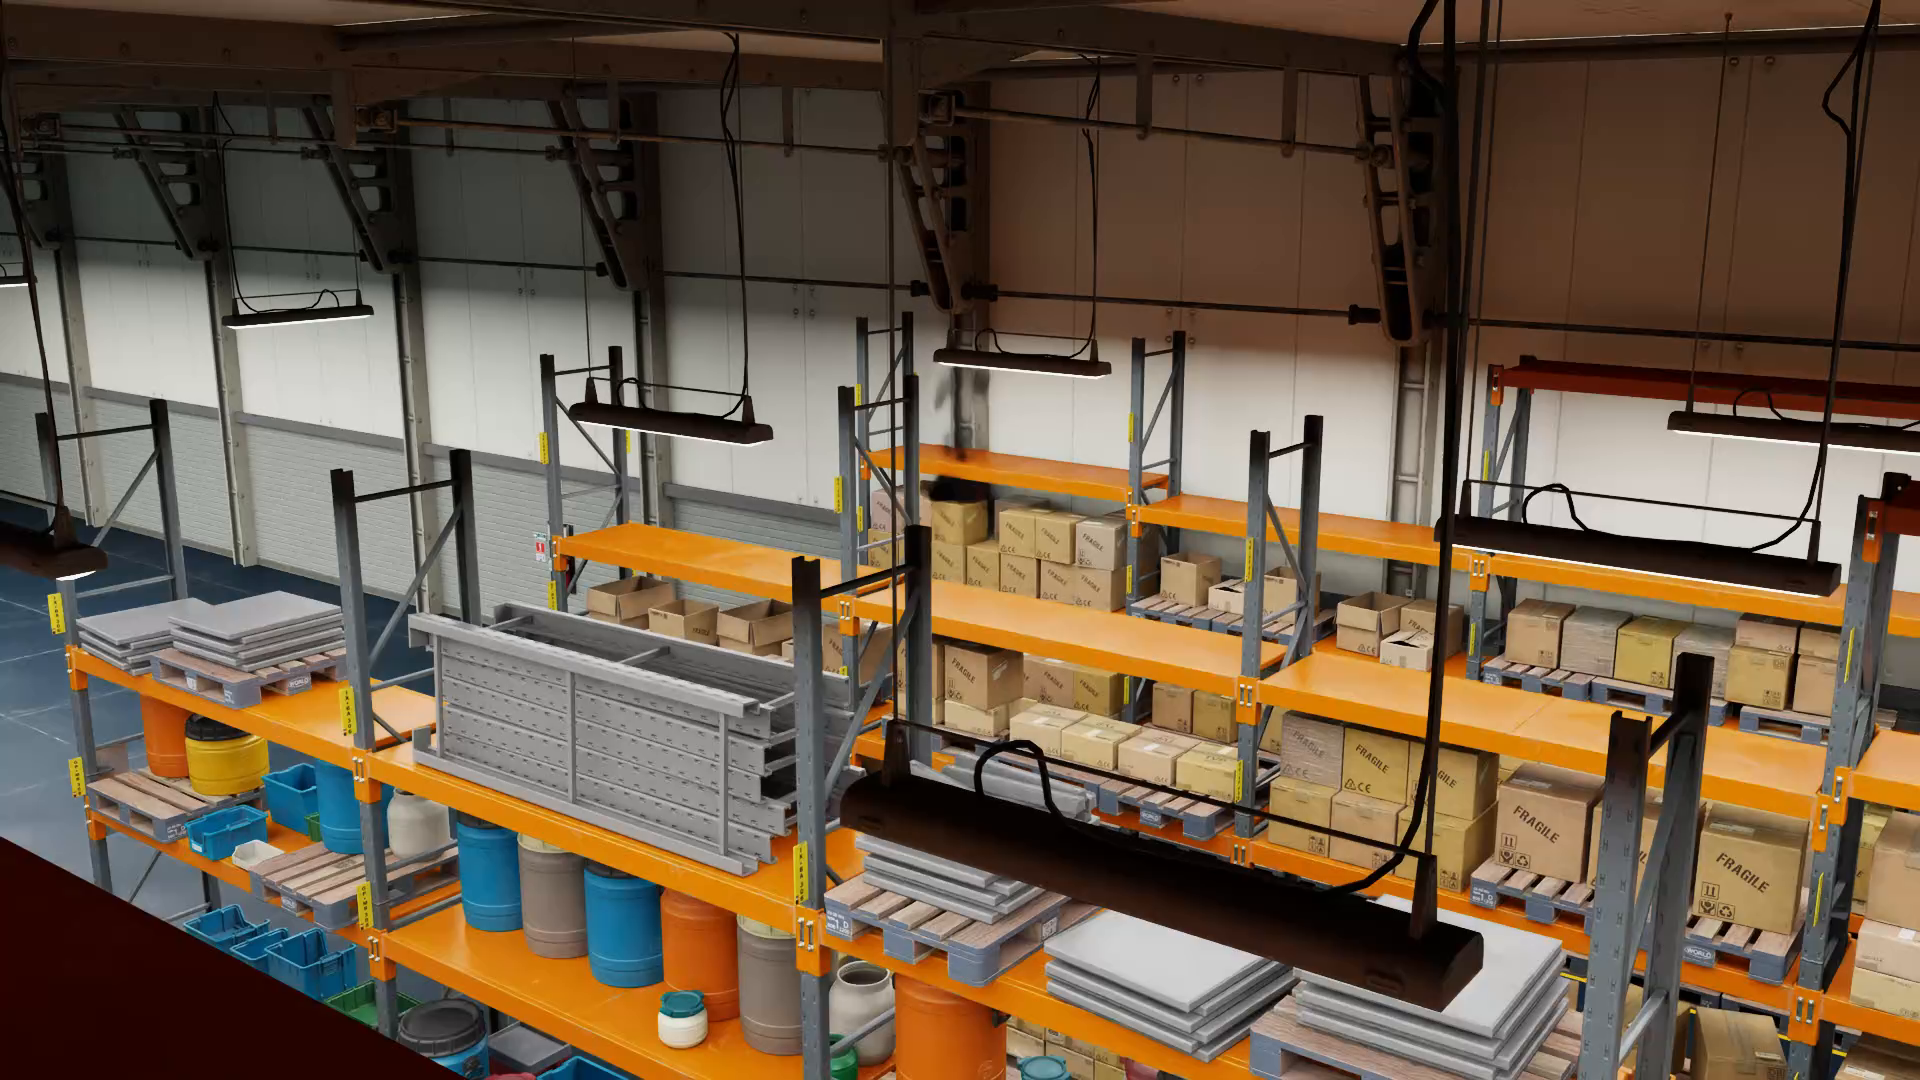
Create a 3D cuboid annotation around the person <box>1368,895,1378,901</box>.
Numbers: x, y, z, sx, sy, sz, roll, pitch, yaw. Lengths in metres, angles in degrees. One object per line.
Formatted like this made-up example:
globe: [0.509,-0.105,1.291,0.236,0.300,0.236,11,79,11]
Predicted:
person: [3.733,3.826,15.129,0.554,1.661,0.569,12,17,41]
